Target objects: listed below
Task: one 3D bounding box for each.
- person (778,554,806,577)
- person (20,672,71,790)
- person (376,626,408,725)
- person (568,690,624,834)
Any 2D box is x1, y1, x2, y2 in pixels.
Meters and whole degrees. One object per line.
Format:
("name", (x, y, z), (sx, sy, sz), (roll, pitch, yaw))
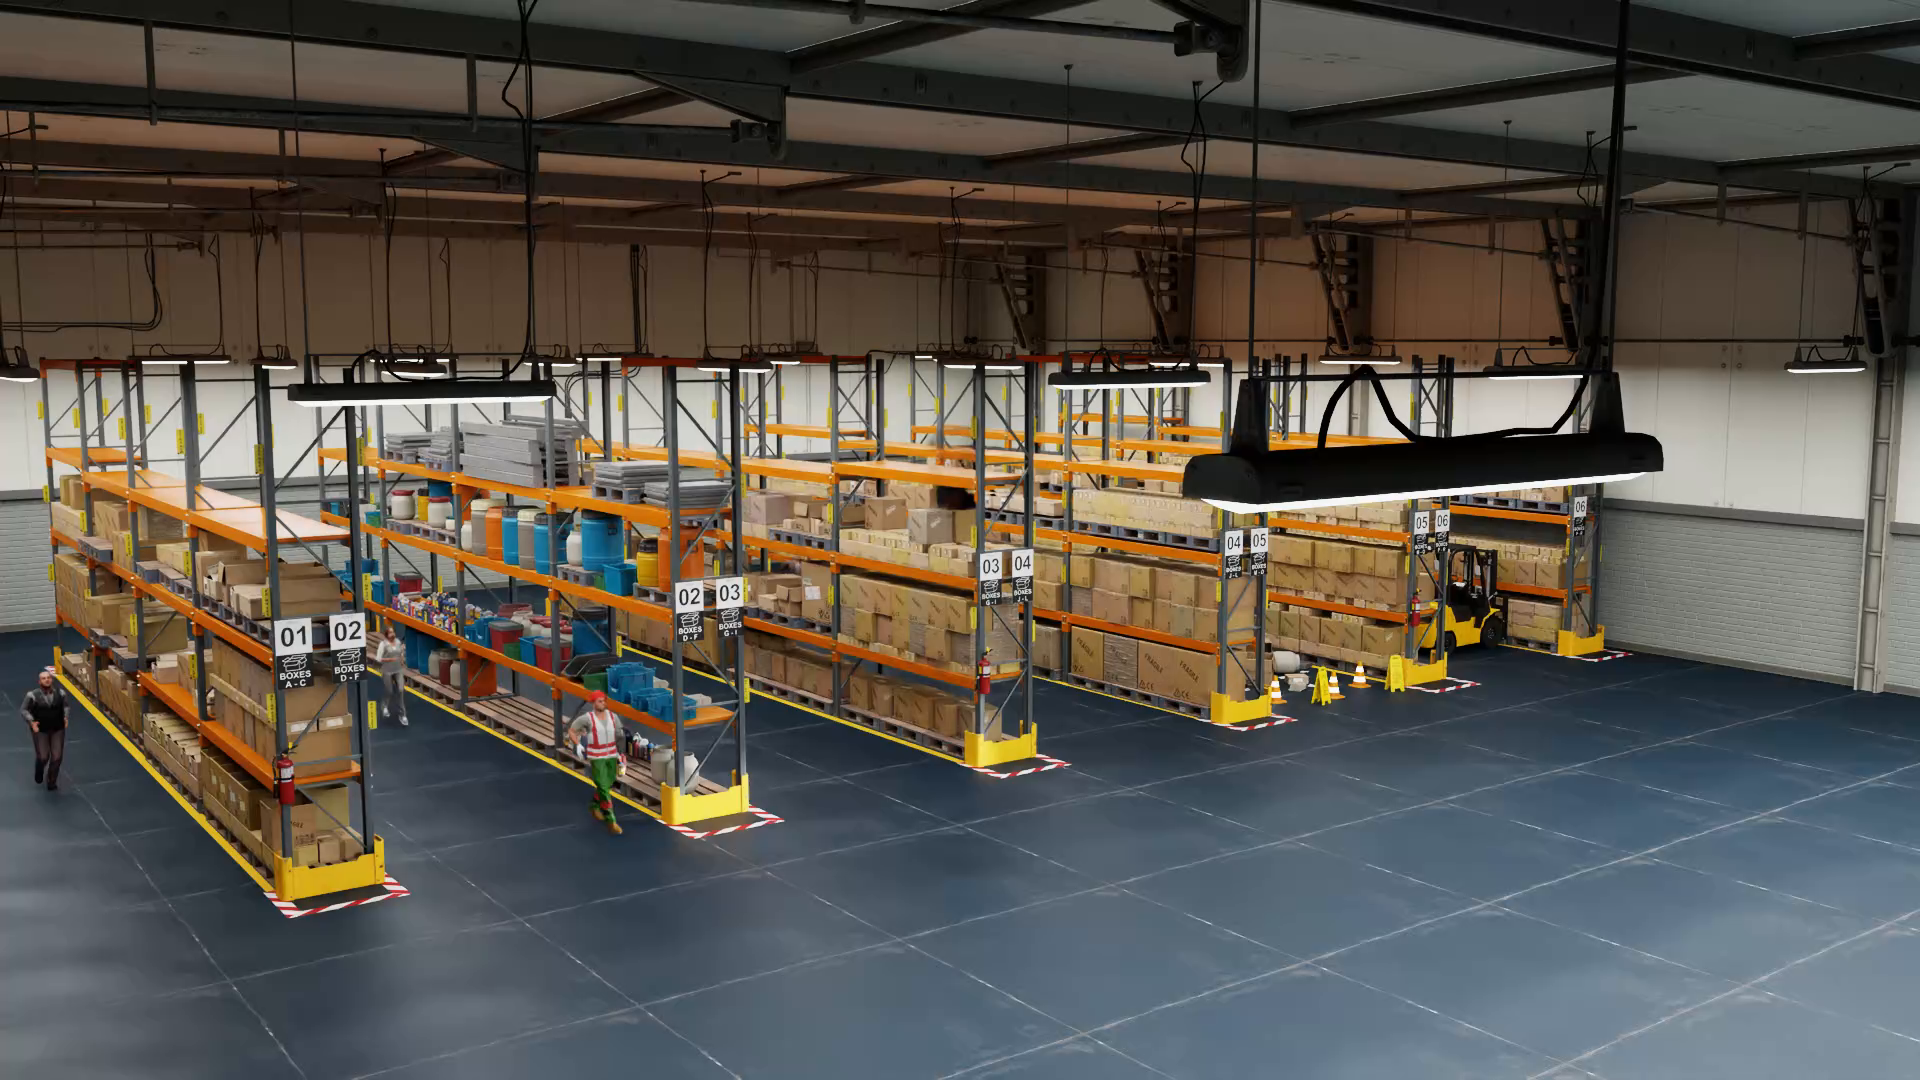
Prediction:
("person", (-3.559, 1.100, 36.283), (0.673, 1.839, 0.914), (-4, 8, -32))
("person", (-12.854, 2.686, 23.455), (0.643, 1.676, 0.577), (-6, 9, -41))
("person", (-9.403, 2.212, 27.528), (0.531, 1.607, 0.838), (-6, 9, -39))
("person", (-4.623, 2.834, 21.530), (0.899, 1.790, 0.653), (7, 10, 44))
